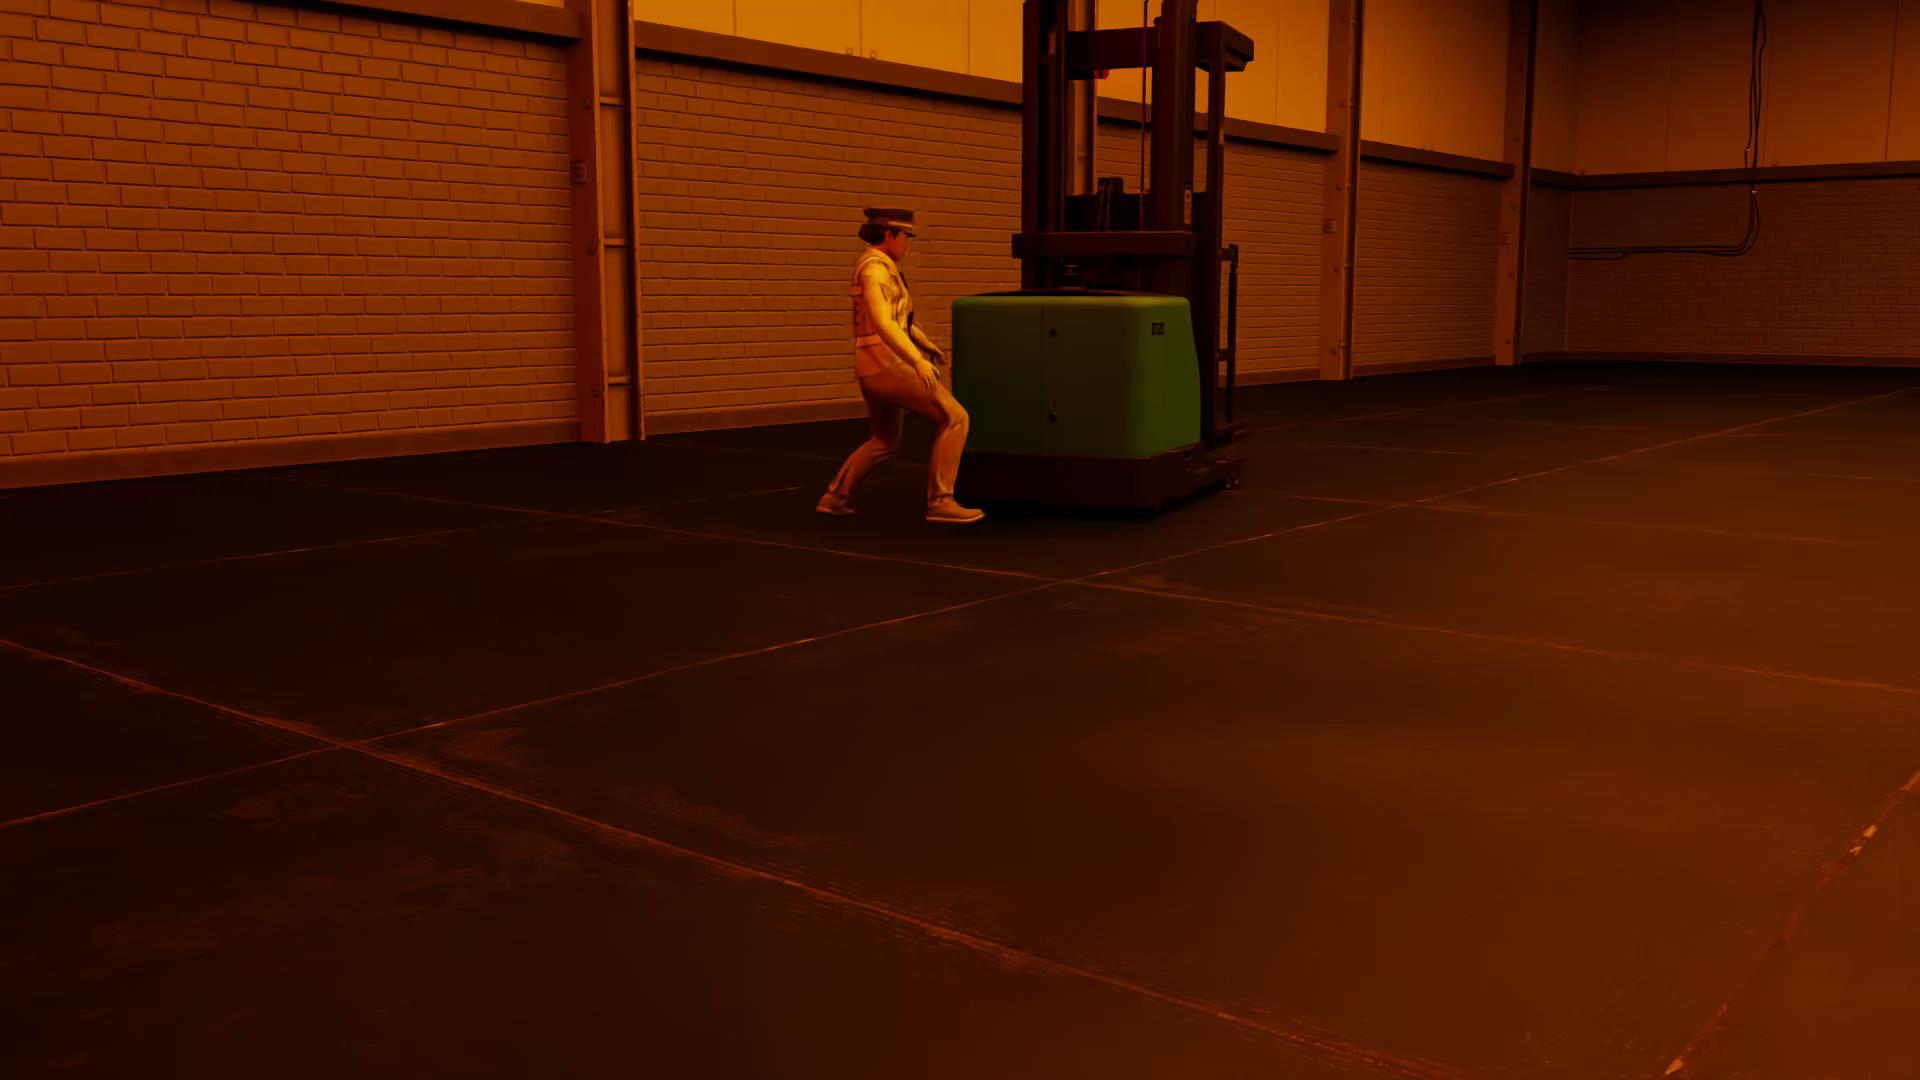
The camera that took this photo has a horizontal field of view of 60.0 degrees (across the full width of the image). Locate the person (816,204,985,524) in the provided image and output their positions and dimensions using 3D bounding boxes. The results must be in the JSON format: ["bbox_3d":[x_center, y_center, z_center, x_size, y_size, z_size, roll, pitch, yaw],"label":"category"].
[{"bbox_3d":[-0.299,-0.812,7.901,0.775,1.539,0.899,-1,8,-5],"label":"person"}]

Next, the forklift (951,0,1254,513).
[{"bbox_3d":[0.984,-1.757,9.290,1.130,2.935,3.031,4,9,23],"label":"forklift"}]
